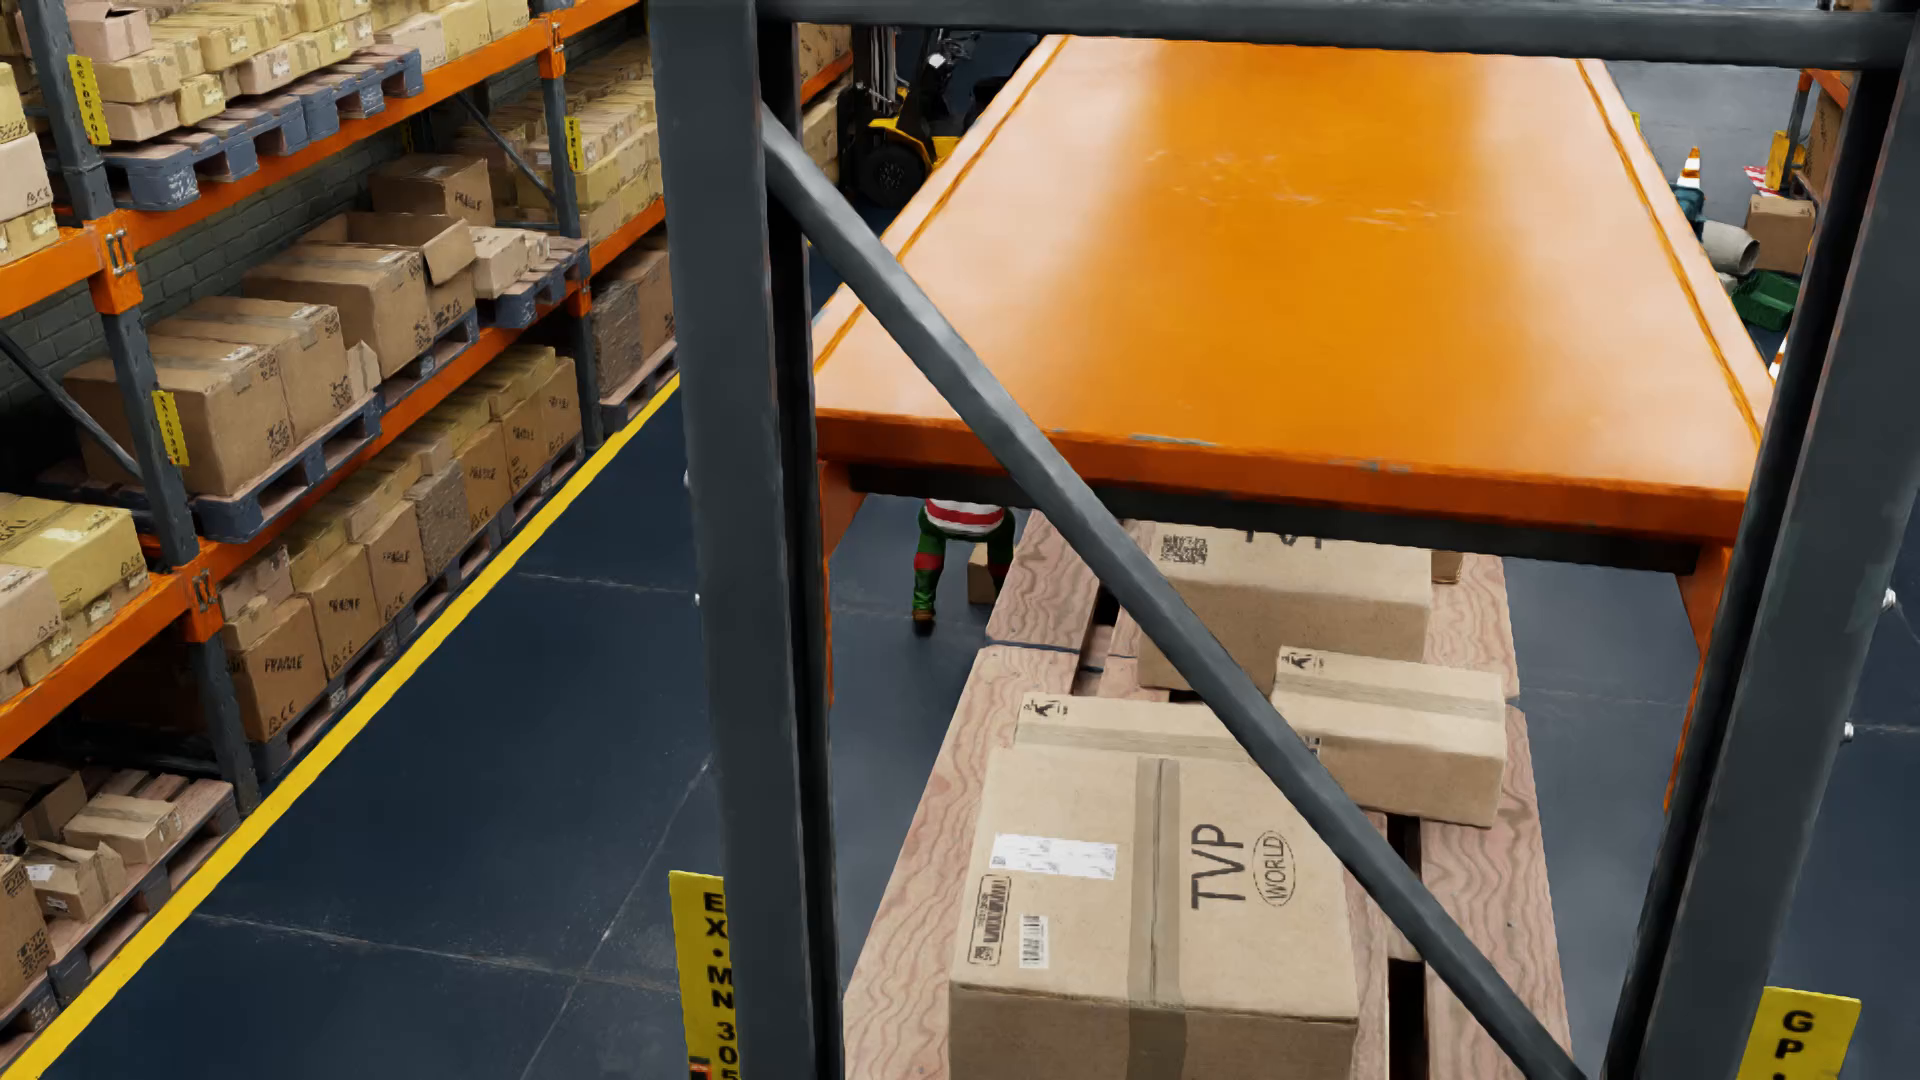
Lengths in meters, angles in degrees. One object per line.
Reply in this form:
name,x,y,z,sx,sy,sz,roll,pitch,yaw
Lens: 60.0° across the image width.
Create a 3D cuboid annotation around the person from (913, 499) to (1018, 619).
person,0.076,-0.260,8.788,0.787,1.590,0.796,4,29,7
